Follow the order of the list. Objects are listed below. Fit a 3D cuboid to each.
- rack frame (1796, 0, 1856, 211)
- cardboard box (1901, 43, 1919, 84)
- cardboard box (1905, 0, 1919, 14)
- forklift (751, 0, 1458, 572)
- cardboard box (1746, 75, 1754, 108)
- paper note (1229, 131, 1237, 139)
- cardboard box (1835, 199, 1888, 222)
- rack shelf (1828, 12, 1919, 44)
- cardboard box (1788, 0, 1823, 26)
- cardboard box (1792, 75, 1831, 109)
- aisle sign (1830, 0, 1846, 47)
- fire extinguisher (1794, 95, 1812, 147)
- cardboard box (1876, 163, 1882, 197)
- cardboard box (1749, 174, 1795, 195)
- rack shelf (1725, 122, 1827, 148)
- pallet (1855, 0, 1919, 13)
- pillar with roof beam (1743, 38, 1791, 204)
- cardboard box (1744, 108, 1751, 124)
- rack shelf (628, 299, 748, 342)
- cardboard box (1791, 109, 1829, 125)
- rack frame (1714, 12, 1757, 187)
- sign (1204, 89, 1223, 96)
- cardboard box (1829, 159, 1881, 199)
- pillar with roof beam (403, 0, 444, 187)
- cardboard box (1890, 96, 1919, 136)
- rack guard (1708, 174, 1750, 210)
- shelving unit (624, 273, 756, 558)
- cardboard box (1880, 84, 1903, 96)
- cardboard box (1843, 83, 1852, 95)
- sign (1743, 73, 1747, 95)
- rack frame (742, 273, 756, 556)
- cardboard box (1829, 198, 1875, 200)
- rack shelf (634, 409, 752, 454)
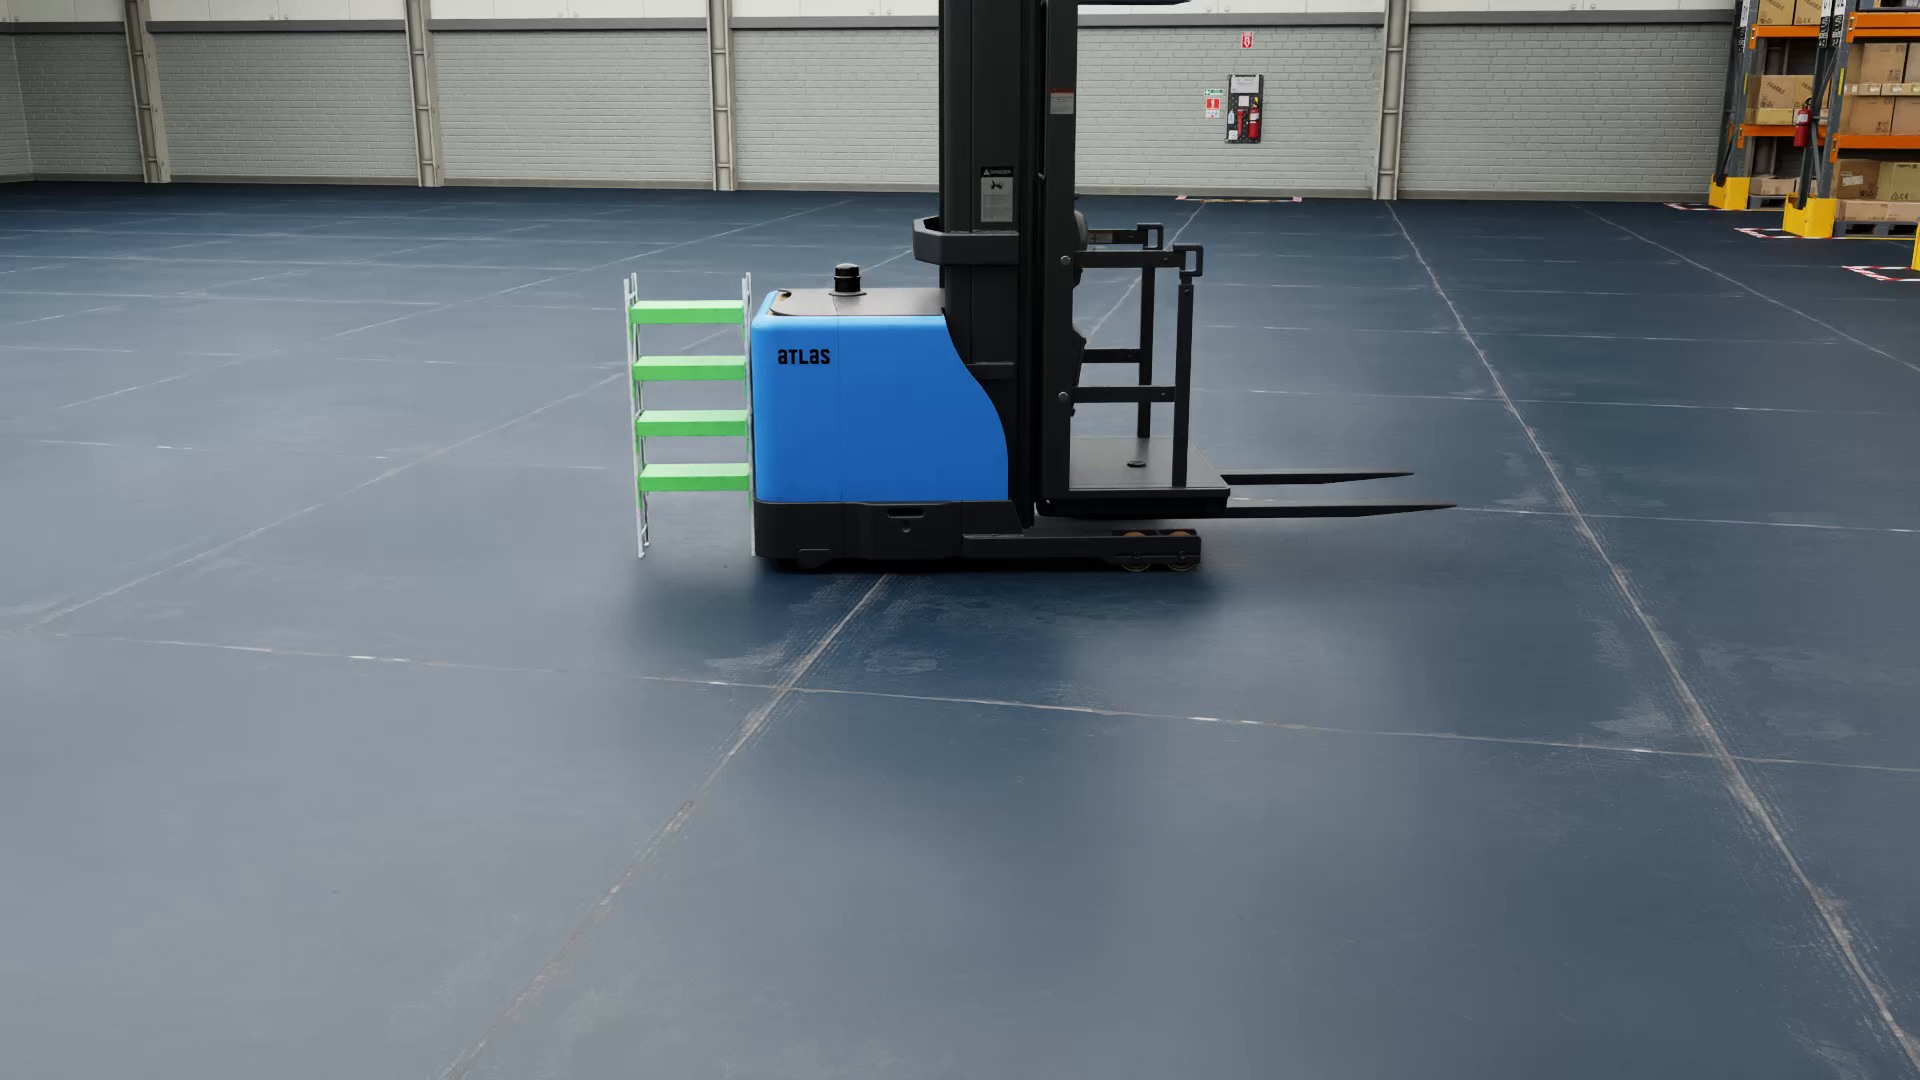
[{"bbox_3d":[11.409,-5.565,21.962,0.127,3.000,1.000,3,16,11],"label":"rack frame"},{"bbox_3d":[12.432,-6.181,21.568,0.500,0.500,0.700,3,16,10],"label":"cardboard box"},{"bbox_3d":[14.725,-8.164,25.500,0.500,0.500,0.500,2,16,9],"label":"cardboard box"},{"bbox_3d":[0.630,-1.420,7.127,3.031,2.935,1.130,-1,15,-2],"label":"forklift"},{"bbox_3d":[12.897,-7.190,26.669,0.500,0.500,0.500,3,16,10],"label":"cardboard box"},{"bbox_3d":[4.797,-7.114,29.203,0.142,0.148,0.016,3,16,11],"label":"paper note"},{"bbox_3d":[11.890,-4.355,21.960,0.500,0.250,0.500,3,16,11],"label":"cardboard box"},{"bbox_3d":[13.369,-6.557,21.274,4.000,0.370,1.077,3,16,11],"label":"rack shelf"},{"bbox_3d":[13.190,-8.243,25.788,0.500,0.500,0.500,4,16,15],"label":"cardboard box"},{"bbox_3d":[13.283,-7.027,26.079,0.500,0.500,0.500,3,16,11],"label":"cardboard box"},{"bbox_3d":[11.284,-6.741,21.339,0.004,0.787,0.394,3,16,11],"label":"aisle sign"},{"bbox_3d":[11.386,-5.655,22.434,0.183,0.674,0.296,3,16,11],"label":"fire extinguisher"},{"bbox_3d":[14.320,-5.726,26.401,0.500,0.500,0.700,2,16,8],"label":"cardboard box"},{"bbox_3d":[13.053,-5.717,26.724,0.500,0.311,0.500,1,16,5],"label":"cardboard box"},{"bbox_3d":[14.352,-6.408,26.353,4.000,0.370,1.077,3,16,11],"label":"rack shelf"},{"bbox_3d":[12.097,-6.923,21.414,1.213,0.211,1.003,3,16,11],"label":"pallet"},{"bbox_3d":[12.393,-8.815,22.457,0.400,9.000,9.100,3,16,11],"label":"pillar with roof beam"},{"bbox_3d":[12.889,-6.824,26.752,0.500,0.250,0.500,3,16,12],"label":"cardboard box"},{"bbox_3d":[-1.148,-0.937,7.070,0.480,0.148,0.258,-1,15,-2],"label":"rack shelf"},{"bbox_3d":[13.319,-6.665,26.179,0.500,0.250,0.500,3,16,9],"label":"cardboard box"},{"bbox_3d":[12.392,-6.861,26.641,0.127,3.000,1.000,3,16,11],"label":"rack frame"},{"bbox_3d":[4.439,-7.837,29.105,0.331,0.109,0.001,3,16,11],"label":"sign"},{"bbox_3d":[11.994,-4.853,22.351,0.500,0.500,0.500,3,16,11],"label":"cardboard box"},{"bbox_3d":[-11.126,-10.092,27.066,0.400,9.000,9.100,3,16,11],"label":"pillar with roof beam"},{"bbox_3d":[12.379,-5.558,21.751,0.500,0.500,0.700,4,16,13],"label":"cardboard box"},{"bbox_3d":[12.467,-5.652,26.960,0.348,0.500,1.175,3,16,11],"label":"rack guard"},{"bbox_3d":[-1.148,-0.536,7.181,0.503,1.200,0.258,-1,15,-2],"label":"shelving unit"},{"bbox_3d":[12.010,-5.835,21.536,0.250,0.149,0.380,3,16,10],"label":"cardboard box"},{"bbox_3d":[11.821,-5.955,21.969,0.250,0.149,0.380,3,16,10],"label":"cardboard box"},{"bbox_3d":[12.284,-7.136,26.013,0.005,0.325,0.100,3,16,11],"label":"sign"},{"bbox_3d":[-0.904,-0.539,7.191,0.015,1.200,0.240,-1,15,-2],"label":"rack frame"},{"bbox_3d":[11.993,-4.491,22.450,0.500,0.250,0.500,3,16,11],"label":"cardboard box"},{"bbox_3d":[-1.148,-0.475,7.198,0.480,0.148,0.258,-1,15,-2],"label":"rack shelf"}]
